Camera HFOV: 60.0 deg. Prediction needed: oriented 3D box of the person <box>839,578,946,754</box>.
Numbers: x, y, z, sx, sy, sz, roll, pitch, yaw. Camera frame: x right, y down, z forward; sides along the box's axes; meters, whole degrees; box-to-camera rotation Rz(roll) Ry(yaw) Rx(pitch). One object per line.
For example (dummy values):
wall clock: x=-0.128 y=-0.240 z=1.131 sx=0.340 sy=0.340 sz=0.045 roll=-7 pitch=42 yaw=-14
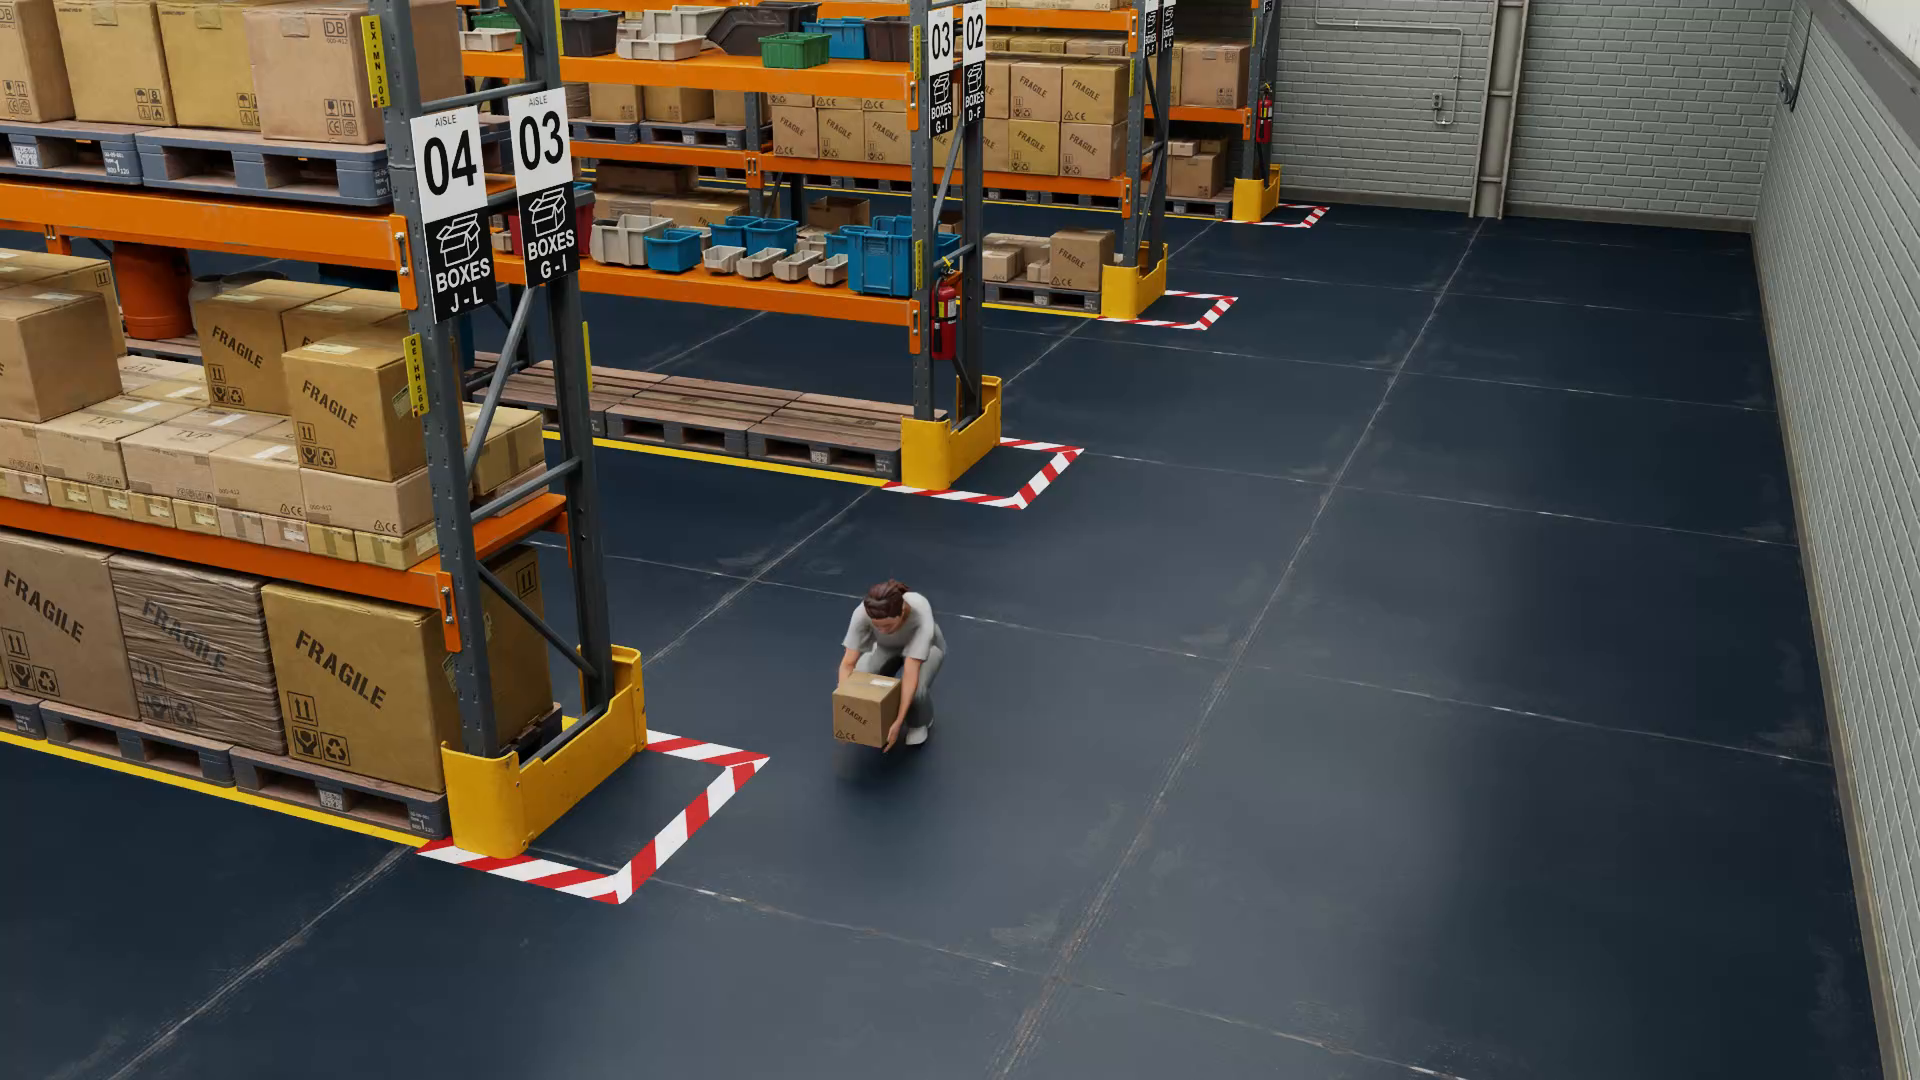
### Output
person: x=-0.327 y=0.566 z=8.188 sx=0.469 sy=0.949 sz=0.803 roll=8 pitch=24 yaw=19
